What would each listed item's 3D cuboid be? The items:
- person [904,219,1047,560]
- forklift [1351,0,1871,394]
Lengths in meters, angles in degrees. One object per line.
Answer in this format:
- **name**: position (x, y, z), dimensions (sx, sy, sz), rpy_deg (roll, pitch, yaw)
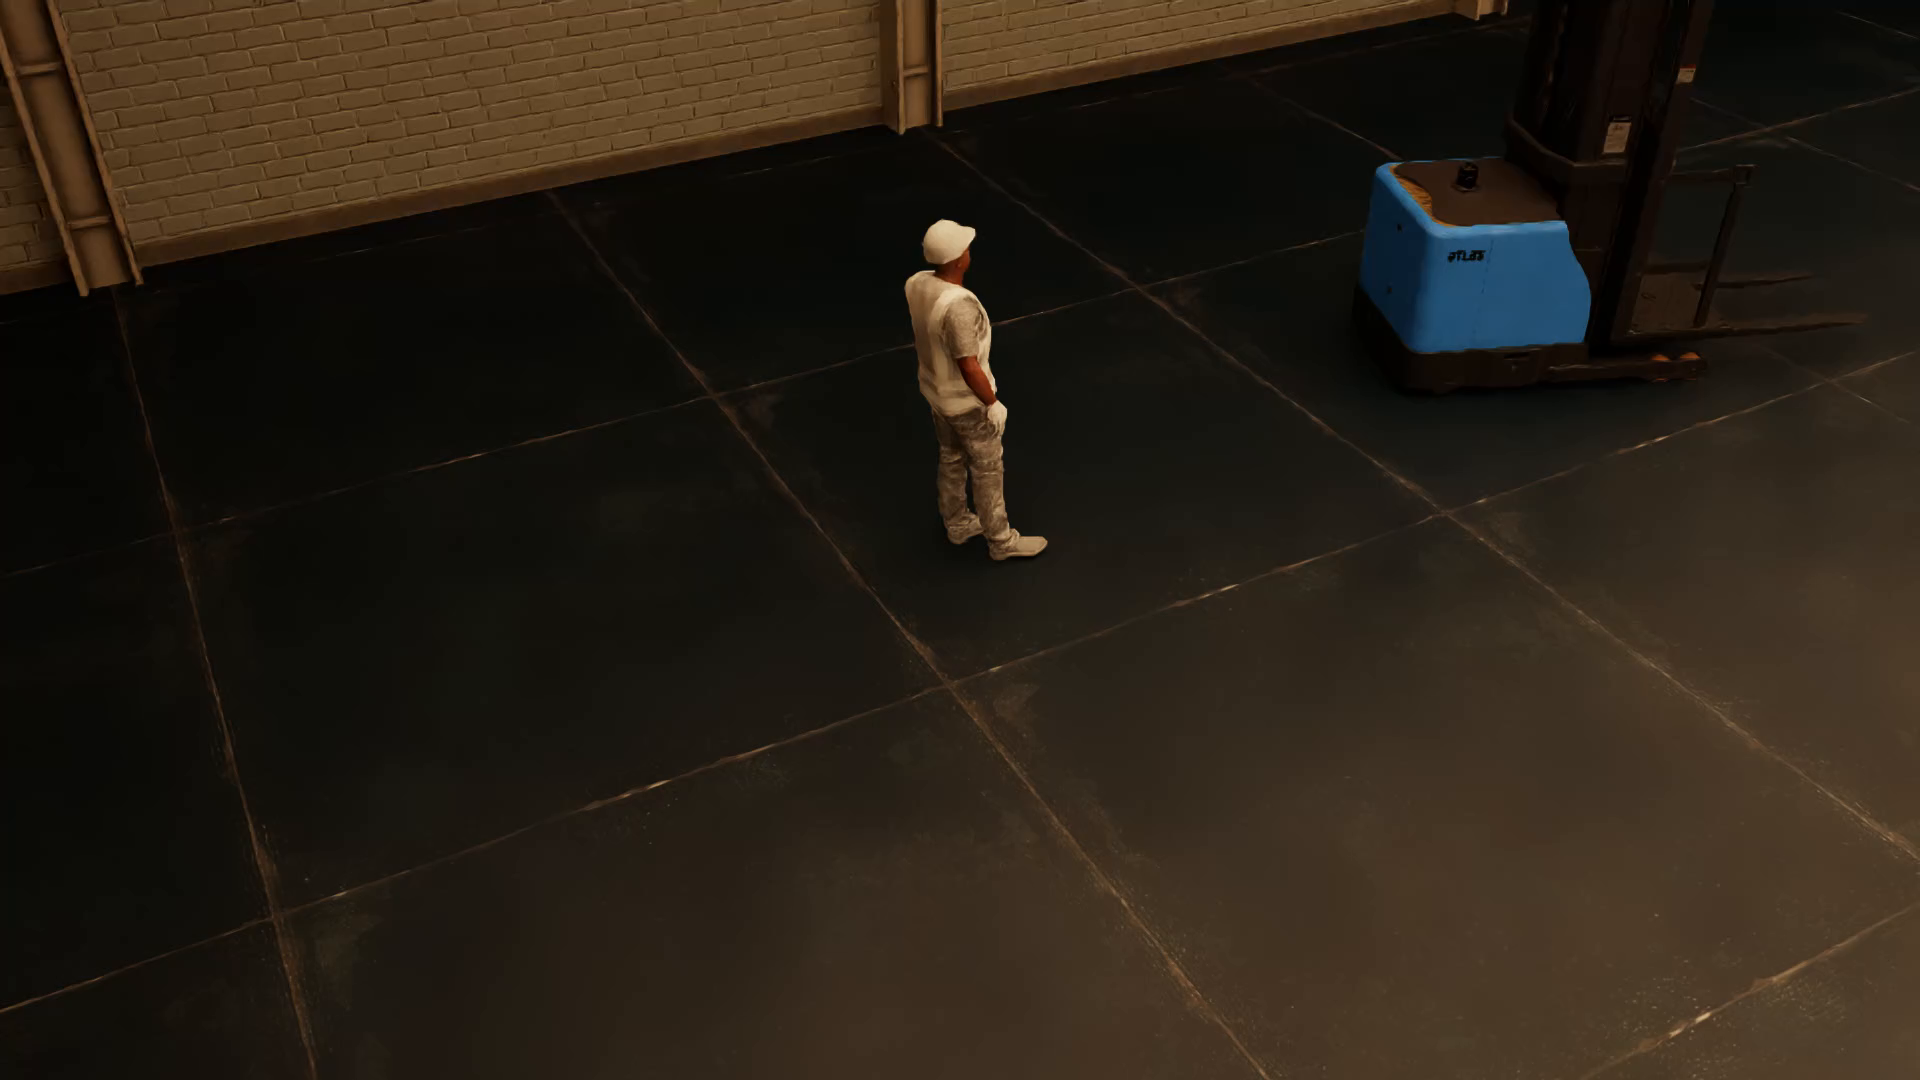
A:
- **person**: position (0.067, -0.749, 8.166), dimensions (0.576, 1.782, 0.655), rpy_deg (-17, 39, -23)
- **forklift**: position (4.041, -2.438, 9.573), dimensions (3.031, 2.935, 1.130), rpy_deg (-5, 36, -7)
